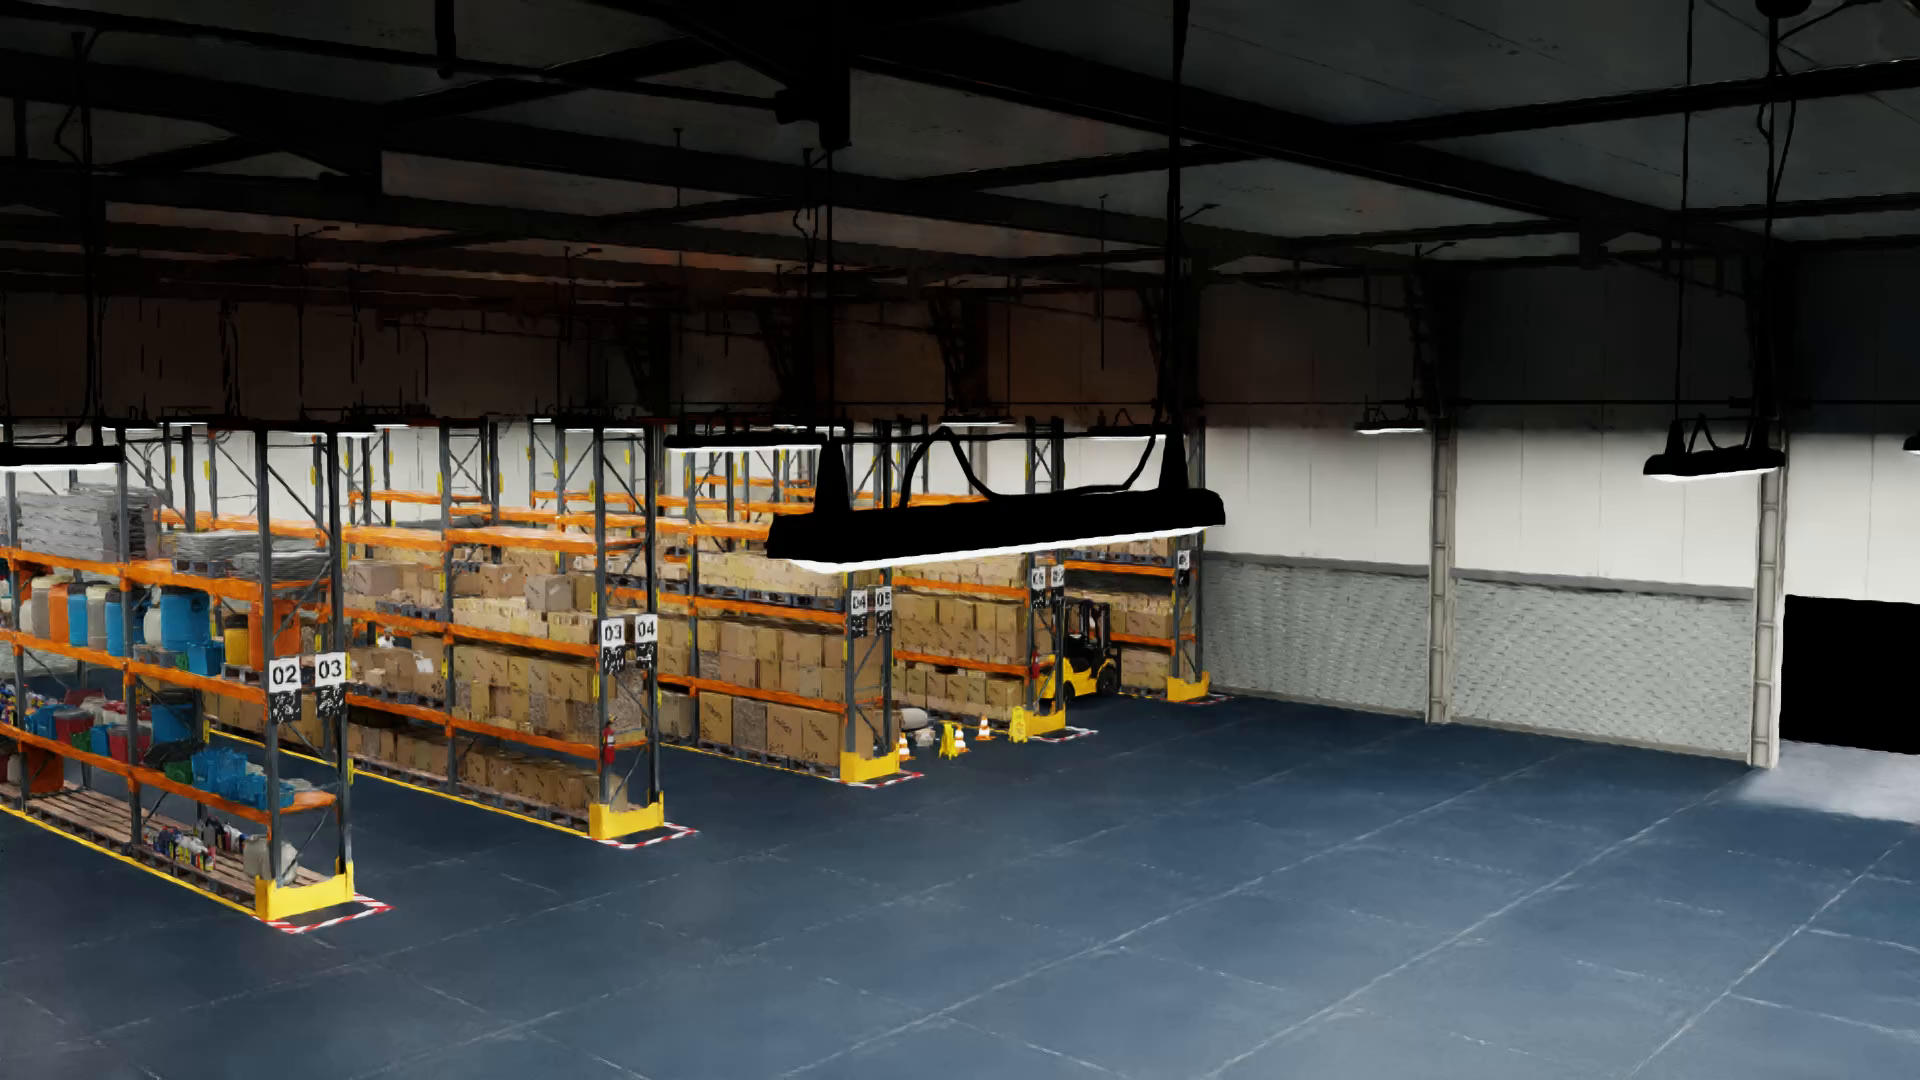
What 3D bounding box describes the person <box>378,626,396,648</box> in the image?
[{"bbox_3d":[-12.154,2.601,35.248,1.090,1.583,0.497,4,7,43],"label":"person"}]
